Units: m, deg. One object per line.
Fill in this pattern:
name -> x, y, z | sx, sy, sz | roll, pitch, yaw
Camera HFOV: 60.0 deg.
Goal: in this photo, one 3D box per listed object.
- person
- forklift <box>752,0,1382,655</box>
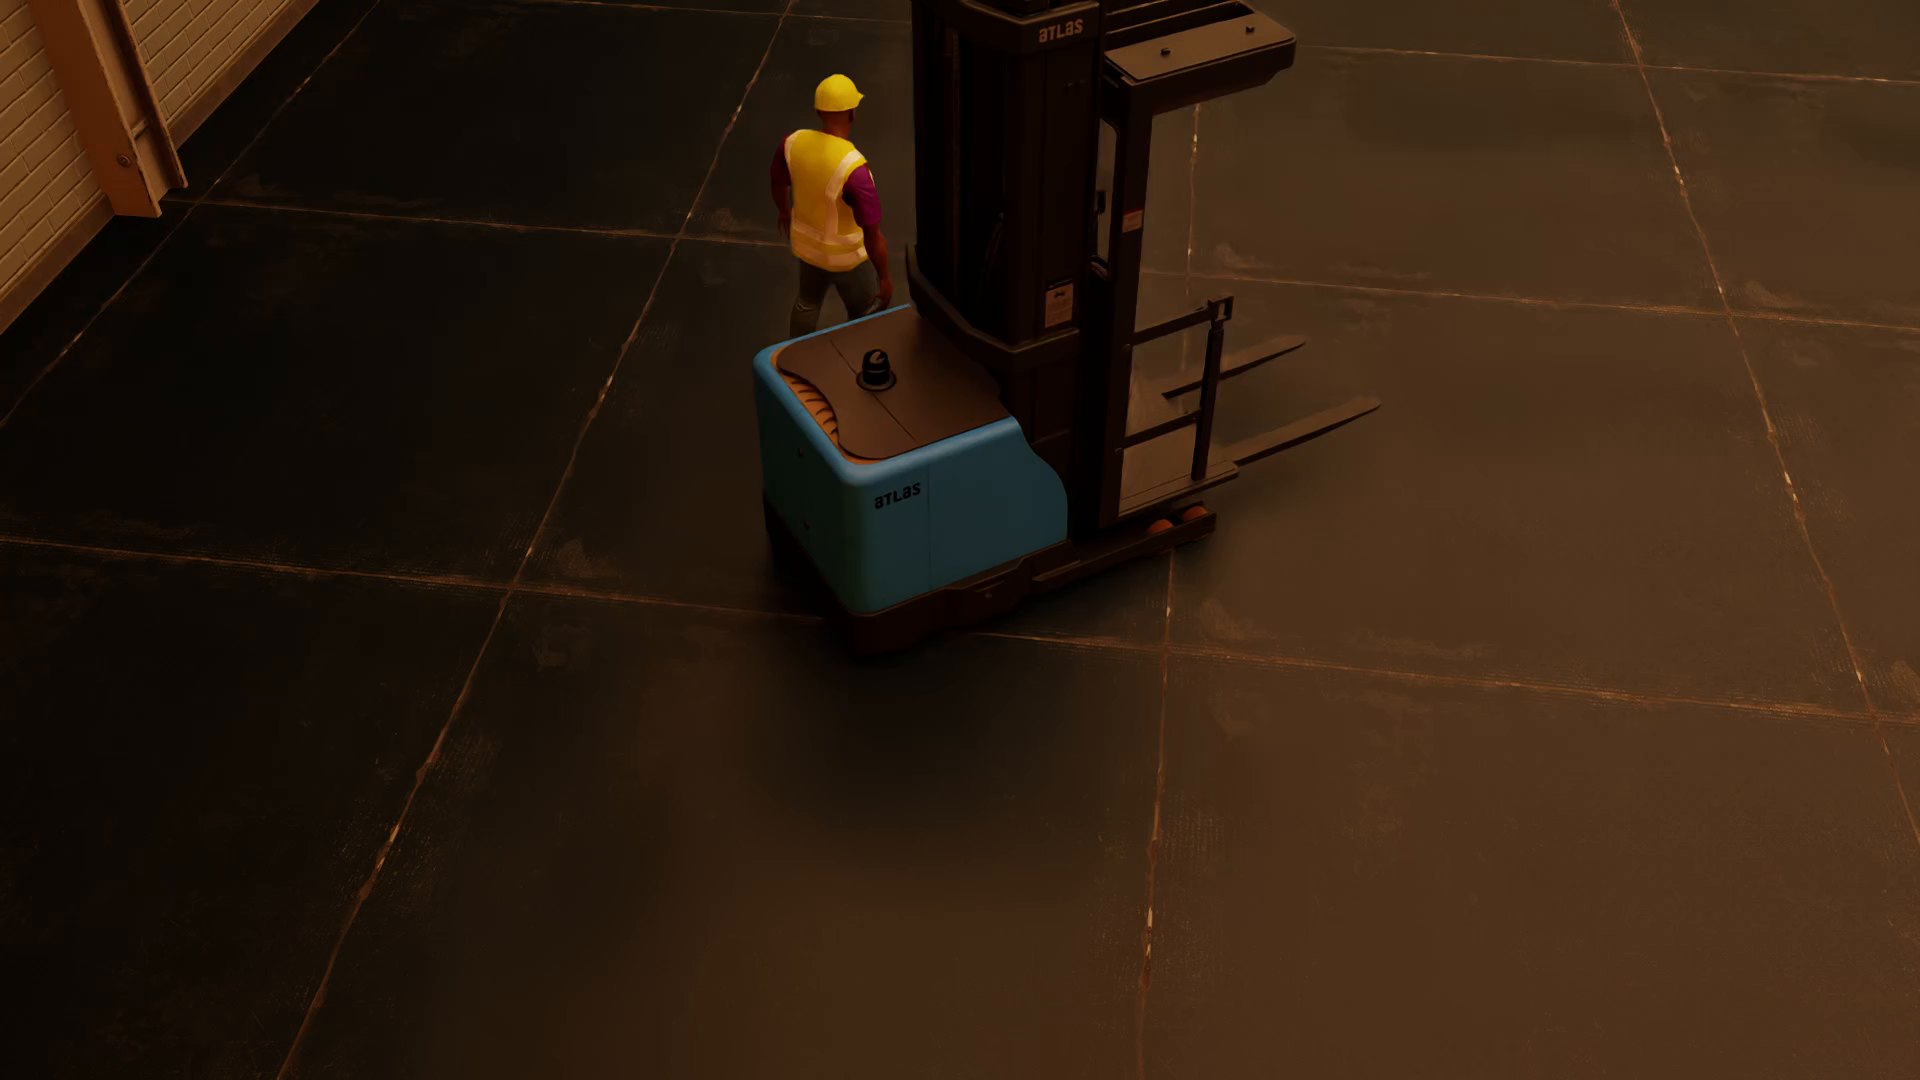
person -> -0.608, -1.469, 8.205 | 0.824, 1.739, 0.421 | 28, 49, 27
forklift -> 0.627, -1.304, 7.144 | 3.031, 2.935, 1.130 | -20, 46, -21
